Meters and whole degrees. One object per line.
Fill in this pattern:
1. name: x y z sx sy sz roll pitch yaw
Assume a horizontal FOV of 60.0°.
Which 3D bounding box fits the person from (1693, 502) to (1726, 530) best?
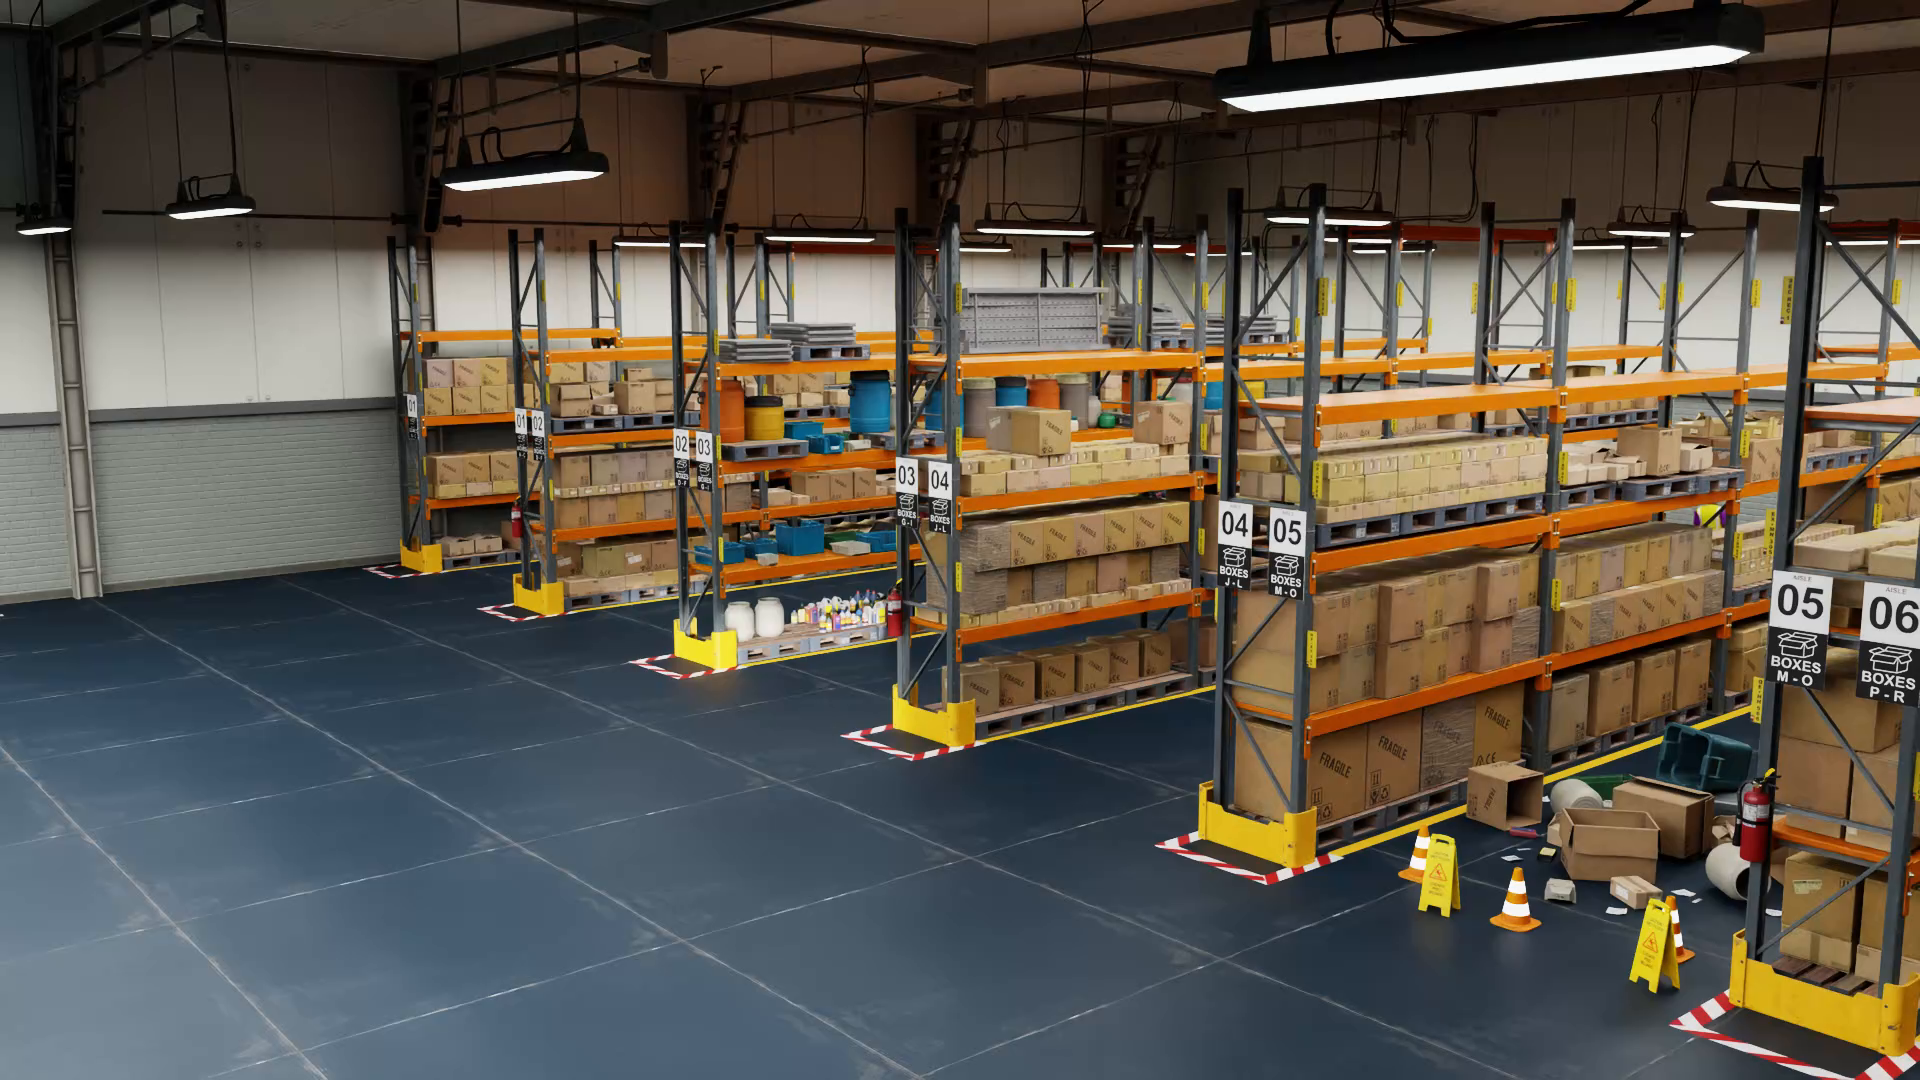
1. person: 12.536 0.039 27.773 0.602 1.762 0.514 9 12 44
